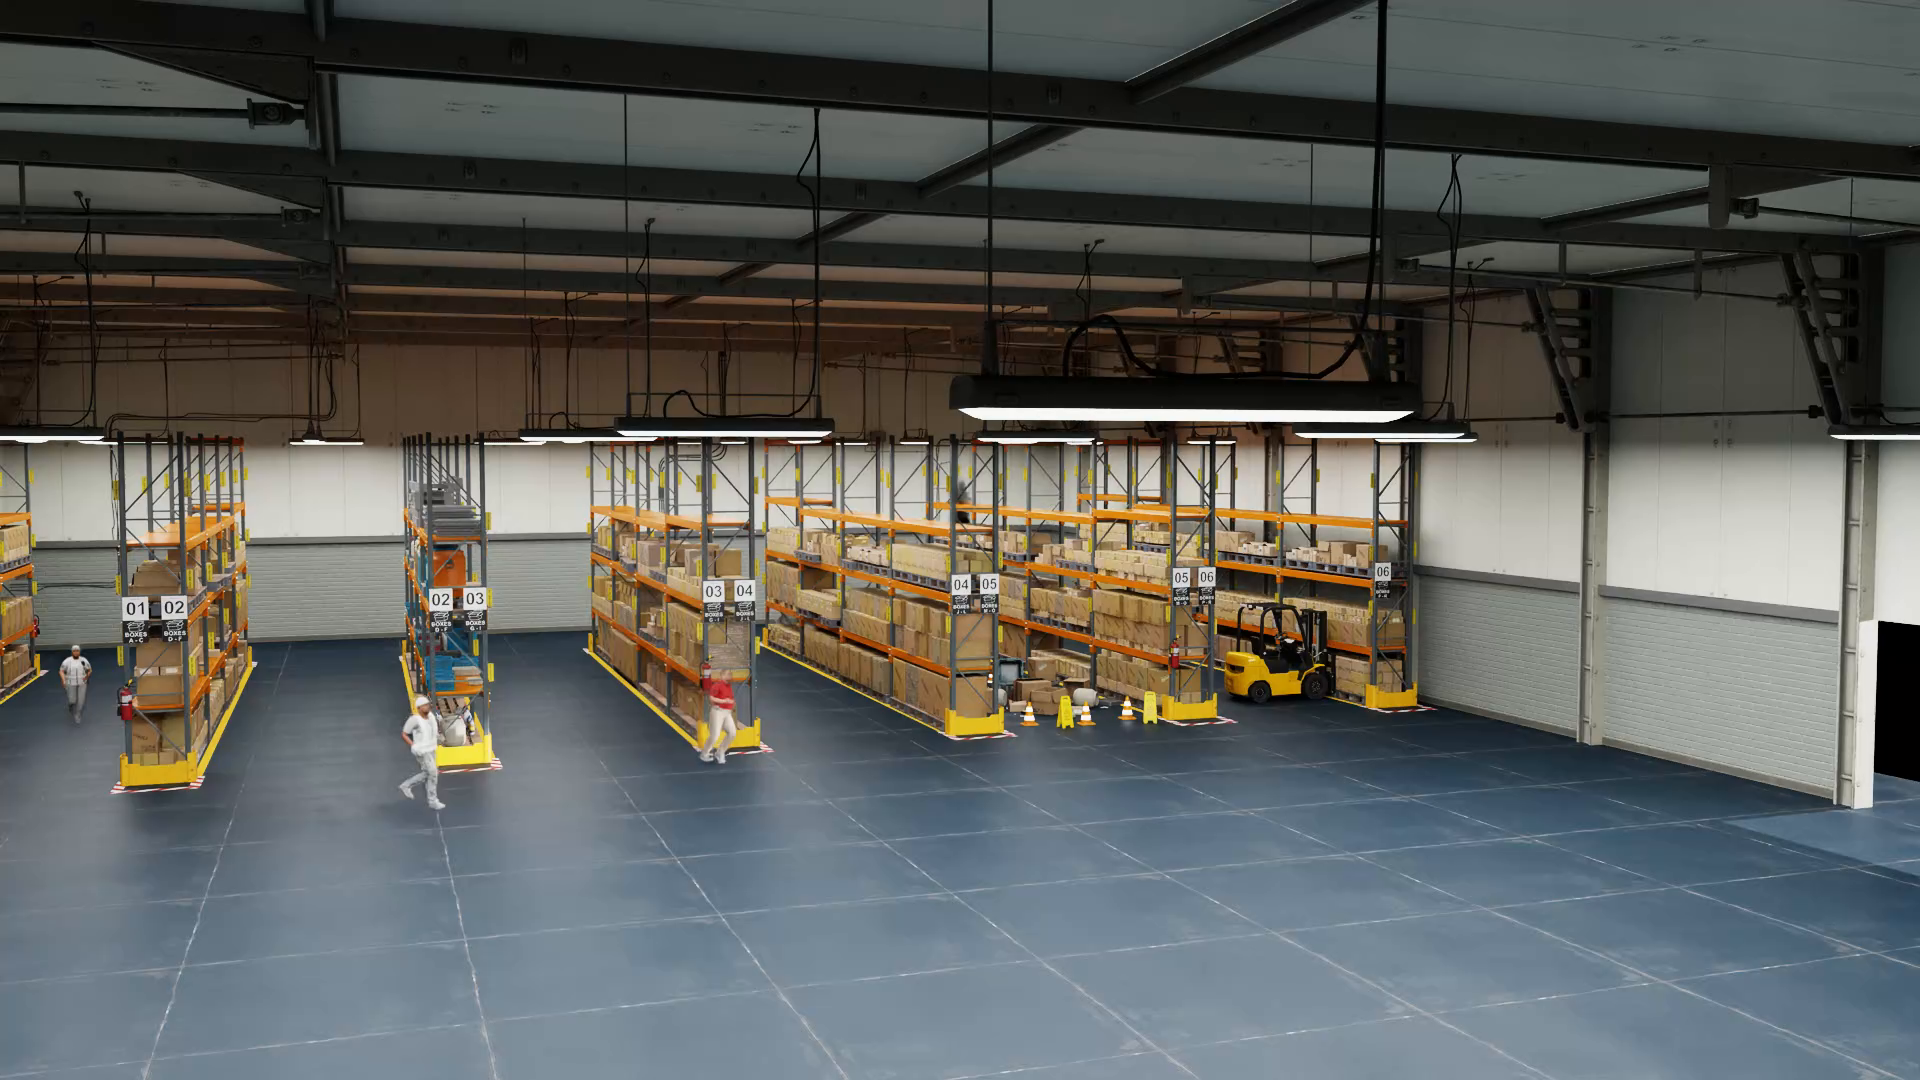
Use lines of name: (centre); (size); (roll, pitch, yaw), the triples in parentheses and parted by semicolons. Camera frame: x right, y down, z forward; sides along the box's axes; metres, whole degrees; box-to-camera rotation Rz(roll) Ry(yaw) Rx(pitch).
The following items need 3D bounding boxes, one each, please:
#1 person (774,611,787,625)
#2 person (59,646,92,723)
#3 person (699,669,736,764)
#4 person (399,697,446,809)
person: (-5.318, 2.146, 49.602); (0.744, 1.767, 0.575); (-2, 4, -29)
person: (-18.367, 2.999, 34.573); (0.607, 1.614, 0.551); (-2, 4, -33)
person: (-4.302, 3.220, 30.257); (0.697, 1.740, 0.667); (2, 4, 35)
person: (-8.539, 3.377, 26.483); (0.779, 1.777, 0.673); (1, 3, 15)
